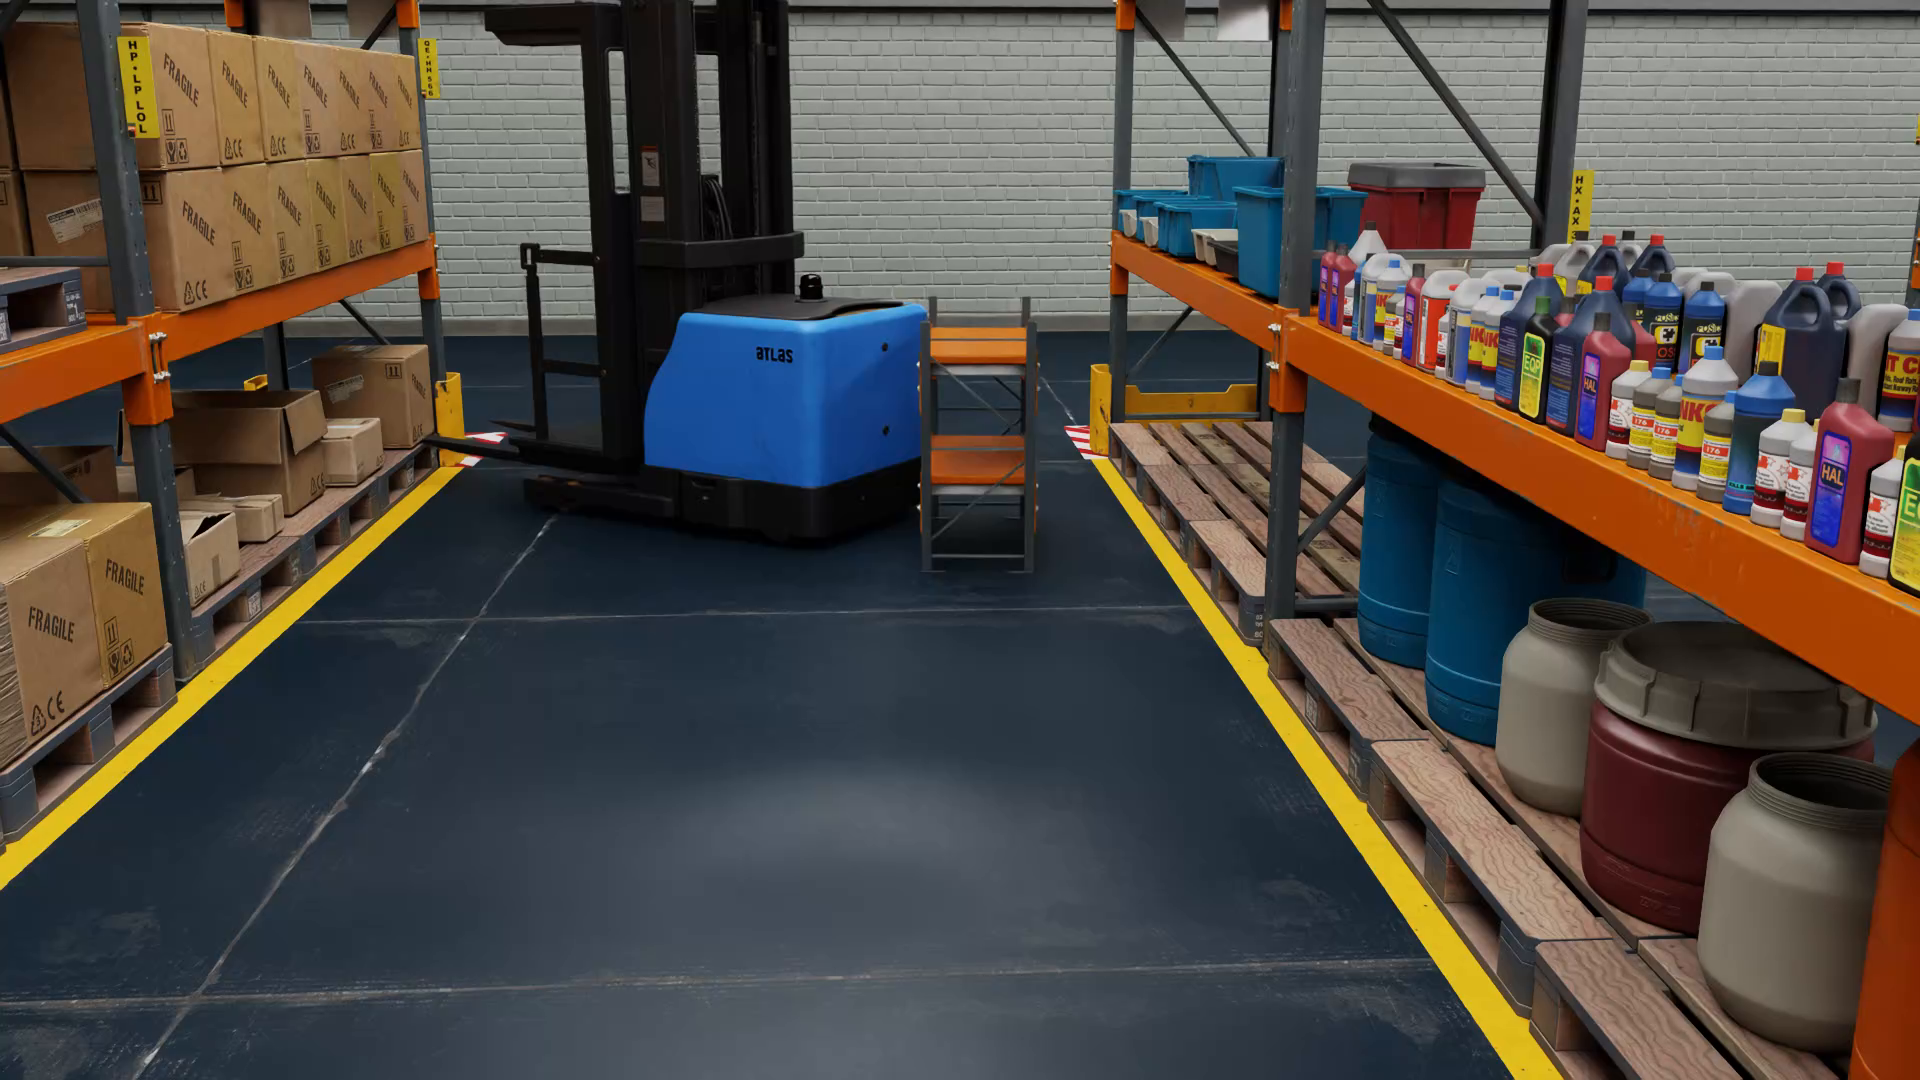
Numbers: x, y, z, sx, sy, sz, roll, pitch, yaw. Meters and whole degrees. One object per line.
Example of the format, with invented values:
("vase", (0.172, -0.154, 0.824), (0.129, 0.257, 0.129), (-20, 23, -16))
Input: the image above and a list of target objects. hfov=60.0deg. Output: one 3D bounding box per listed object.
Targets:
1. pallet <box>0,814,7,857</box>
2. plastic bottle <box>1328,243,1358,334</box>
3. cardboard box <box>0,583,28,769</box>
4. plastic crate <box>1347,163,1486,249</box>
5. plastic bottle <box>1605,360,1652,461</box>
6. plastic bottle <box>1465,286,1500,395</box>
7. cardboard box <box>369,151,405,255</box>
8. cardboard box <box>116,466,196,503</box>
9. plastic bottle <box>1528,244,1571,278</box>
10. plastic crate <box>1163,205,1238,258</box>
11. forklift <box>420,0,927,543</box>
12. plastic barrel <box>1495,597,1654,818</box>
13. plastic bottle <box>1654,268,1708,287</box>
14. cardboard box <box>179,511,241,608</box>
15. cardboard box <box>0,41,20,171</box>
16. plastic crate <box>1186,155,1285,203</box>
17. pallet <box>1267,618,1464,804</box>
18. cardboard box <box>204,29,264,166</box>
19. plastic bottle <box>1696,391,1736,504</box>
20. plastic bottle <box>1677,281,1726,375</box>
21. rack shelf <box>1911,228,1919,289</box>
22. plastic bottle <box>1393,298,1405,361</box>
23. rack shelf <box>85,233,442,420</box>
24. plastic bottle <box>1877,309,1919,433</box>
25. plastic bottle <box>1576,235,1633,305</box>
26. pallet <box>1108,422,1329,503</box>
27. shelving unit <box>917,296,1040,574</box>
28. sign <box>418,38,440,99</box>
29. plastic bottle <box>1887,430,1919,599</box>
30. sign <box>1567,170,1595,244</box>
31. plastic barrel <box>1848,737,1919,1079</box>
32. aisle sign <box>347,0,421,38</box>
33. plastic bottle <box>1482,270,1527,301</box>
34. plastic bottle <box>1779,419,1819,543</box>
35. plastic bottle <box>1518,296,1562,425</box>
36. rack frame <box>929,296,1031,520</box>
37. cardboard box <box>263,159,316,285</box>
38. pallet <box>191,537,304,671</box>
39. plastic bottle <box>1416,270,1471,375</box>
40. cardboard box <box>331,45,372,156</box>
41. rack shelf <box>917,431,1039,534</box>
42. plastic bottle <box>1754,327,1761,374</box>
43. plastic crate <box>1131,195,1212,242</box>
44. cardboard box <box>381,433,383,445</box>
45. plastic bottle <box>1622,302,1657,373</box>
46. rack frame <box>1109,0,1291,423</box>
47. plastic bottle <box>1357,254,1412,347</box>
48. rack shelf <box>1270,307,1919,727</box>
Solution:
("pallet", (-3.124, 0.919, 4.030), (1.003, 0.211, 1.213), (-1, 14, -3))
("plastic bottle", (1.258, -0.825, 5.448), (0.061, 0.283, 0.133), (-1, 14, -3))
("cardboard box", (-2.922, 0.426, 4.483), (0.500, 0.500, 0.500), (-1, 14, -3))
("plastic crate", (1.848, -1.299, 6.805), (0.402, 0.464, 0.583), (-1, 14, -3))
("plastic bottle", (1.404, -0.272, 3.461), (0.097, 0.201, 0.097), (0, 14, 0))
("plastic bottle", (1.353, -0.512, 4.255), (0.097, 0.271, 0.097), (0, 14, 0))
("cardboard box", (-3.204, -1.744, 8.585), (0.500, 0.500, 0.500), (-1, 14, -3))
("cardboard box", (-3.656, -0.172, 7.188), (0.500, 0.311, 0.500), (-1, 14, -3))
("plastic bottle", (2.000, -0.860, 5.596), (0.152, 0.276, 0.135), (-1, 14, -3))
("plastic crate", (1.192, -1.487, 8.001), (0.416, 0.233, 0.300), (-1, 14, -3))
("forklift", (-1.672, -1.659, 8.592), (3.031, 2.935, 1.130), (9, 17, 31))
("plastic barrel", (1.659, 0.442, 4.438), (0.421, 0.512, 0.421), (0, 14, 0))
("plastic bottle", (2.054, -0.643, 4.756), (0.152, 0.276, 0.135), (-1, 14, -3))
("cardboard box", (-3.101, 0.044, 6.348), (0.500, 0.311, 0.500), (-1, 14, -3))
("cardboard box", (-3.581, -1.592, 5.985), (0.500, 0.500, 0.500), (-1, 14, -3))
("plastic crate", (1.612, -1.973, 9.485), (0.616, 0.435, 0.499), (-1, 14, -3))
("pallet", (1.659, 0.530, 5.542), (1.003, 0.211, 1.213), (-1, 14, -3))
("cardboard box", (-3.072, -1.720, 6.483), (0.500, 0.500, 0.500), (-1, 14, -5))
("plastic bottle", (1.428, -0.175, 3.084), (0.097, 0.201, 0.097), (0, 14, 0))
("plastic bottle", (1.953, -0.543, 4.377), (0.097, 0.271, 0.097), (0, 14, 0))
("rack shelf", (6.472, -1.238, 8.263), (1.077, 0.370, 4.000), (-1, 14, -3))
("plastic bottle", (1.316, -0.627, 4.841), (0.097, 0.201, 0.097), (0, 14, 0))
("rack shelf", (-3.415, -1.086, 7.672), (1.077, 0.370, 4.000), (-1, 14, -3))
("plastic bottle", (2.145, -0.385, 3.760), (0.097, 0.271, 0.097), (0, 14, 0))
("plastic bottle", (1.904, -0.717, 4.892), (0.144, 0.351, 0.185), (-1, 14, -3))
("pallet", (1.417, -0.451, 9.357), (1.003, 0.211, 1.213), (-1, 14, -3))
("shelving unit", (0.088, -0.524, 7.804), (0.538, 1.125, 1.048), (0, 14, 1))
("sign", (-2.984, -2.649, 9.346), (0.100, 0.325, 0.005), (-1, 14, -3))
("plastic bottle", (1.450, -0.055, 2.456), (0.061, 0.283, 0.133), (-1, 14, -3))
("sign", (2.202, -1.155, 5.939), (0.100, 0.325, 0.005), (-1, 14, -3))
("plastic barrel", (1.853, 0.708, 2.766), (0.600, 0.830, 0.708), (-1, 14, -3))
("aisle sign", (-3.238, -3.213, 9.276), (0.394, 0.787, 0.004), (-1, 14, -3))
("plastic bottle", (1.510, -0.604, 4.602), (0.152, 0.276, 0.135), (-1, 14, -3))
("plastic bottle", (1.447, -0.102, 2.802), (0.097, 0.201, 0.097), (0, 14, 0))
("plastic bottle", (1.359, -0.419, 3.868), (0.061, 0.283, 0.133), (-1, 14, -3))
("rack frame", (0.096, -0.650, 8.296), (0.500, 1.125, 0.032), (0, 14, 1))
("cardboard box", (-3.115, -1.368, 7.124), (0.500, 0.500, 0.500), (-1, 14, -4))
("pallet", (-3.333, 0.243, 6.660), (1.003, 0.211, 1.213), (-1, 14, -3))
("plastic bottle", (1.359, -0.601, 4.593), (0.152, 0.276, 0.135), (-1, 14, -3))
("cardboard box", (-3.168, -2.104, 7.975), (0.500, 0.500, 0.500), (0, 14, -2))
("rack shelf", (0.088, -0.287, 7.865), (0.538, 0.278, 1.000), (0, 14, 1))
("plastic bottle", (2.111, -0.488, 4.300), (0.097, 0.201, 0.097), (0, 14, 0))
("plastic crate", (1.132, -1.725, 8.928), (0.416, 0.233, 0.300), (-1, 14, -3))
("cardboard box", (-3.324, -0.539, 8.906), (0.380, 0.166, 0.250), (-1, 14, -3))
("plastic bottle", (1.511, -0.388, 3.748), (0.061, 0.283, 0.133), (-1, 14, -3))
("rack frame", (1.405, -2.007, 9.809), (1.000, 3.000, 0.127), (-1, 14, -3))
("plastic bottle", (1.324, -0.741, 5.134), (0.152, 0.276, 0.135), (-1, 14, -3))
("rack shelf", (1.777, -0.167, 4.099), (1.077, 0.370, 4.000), (-1, 14, -3))
